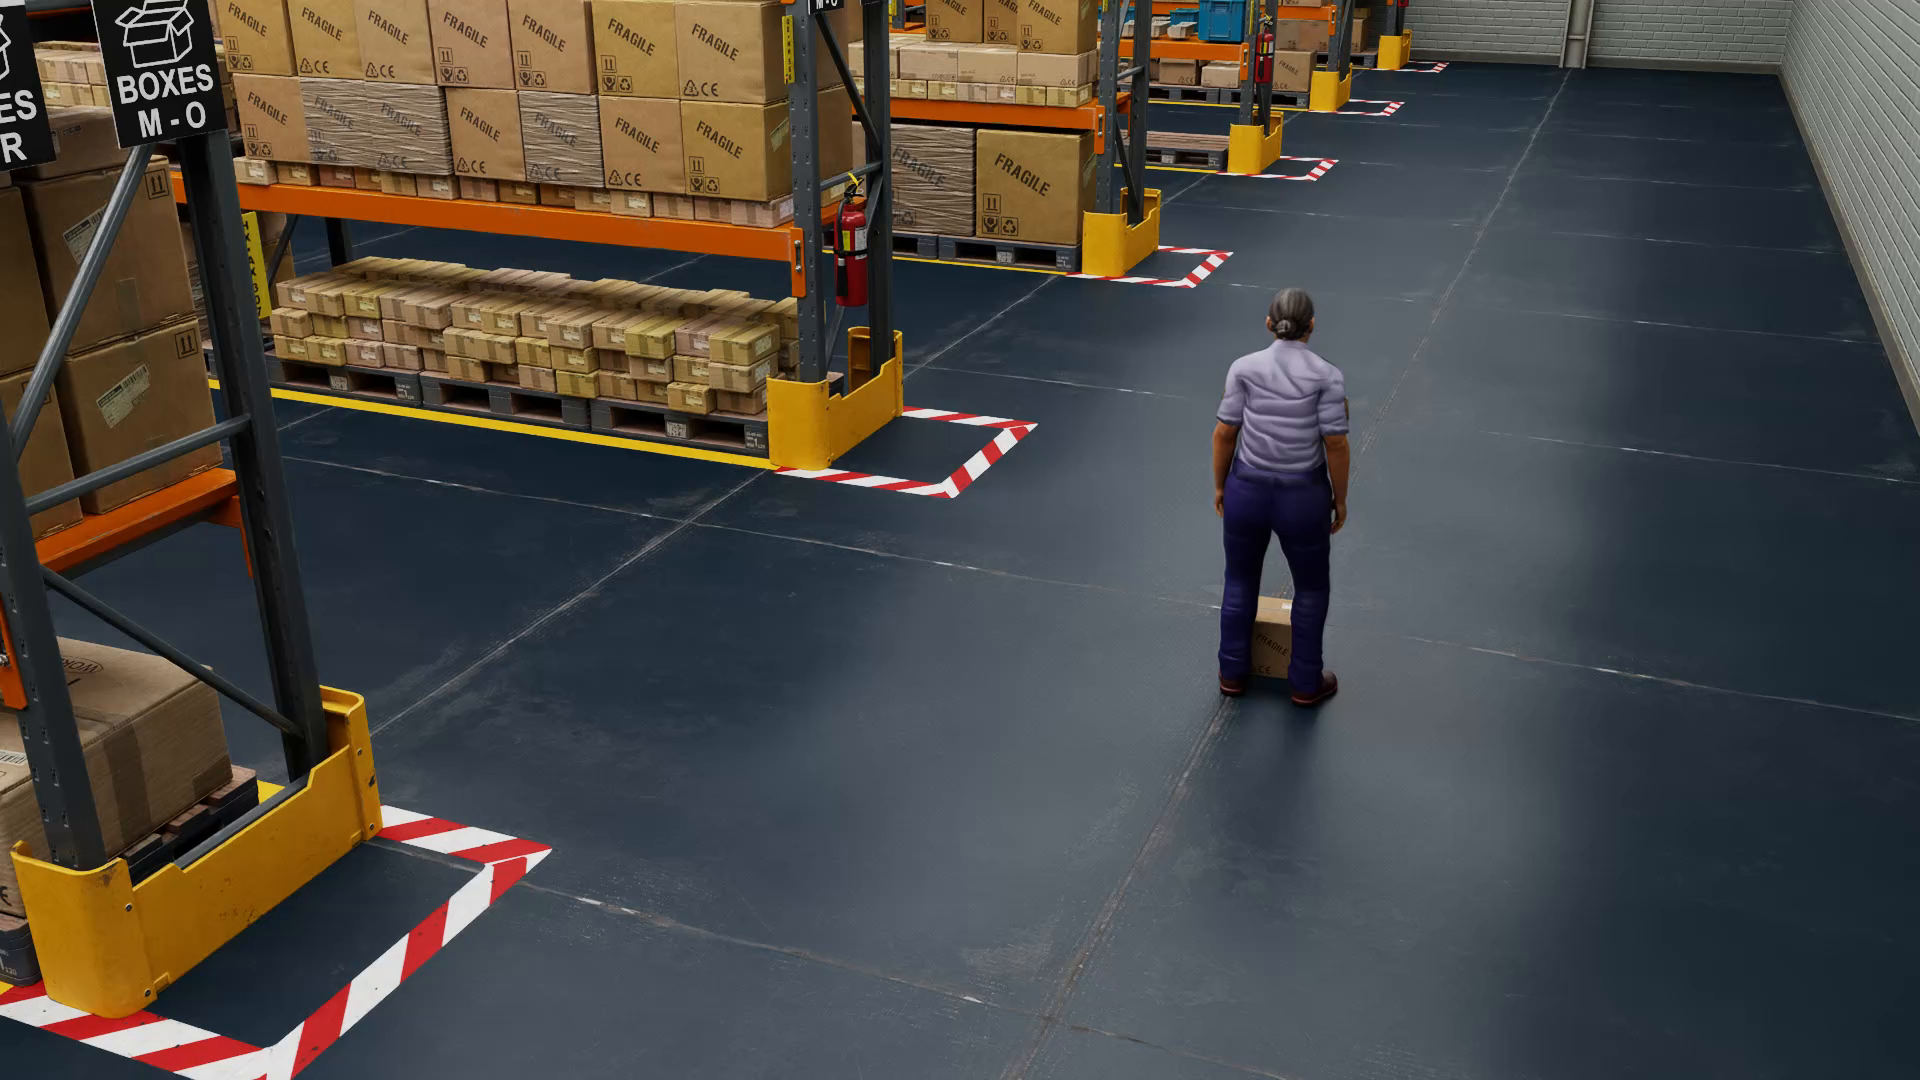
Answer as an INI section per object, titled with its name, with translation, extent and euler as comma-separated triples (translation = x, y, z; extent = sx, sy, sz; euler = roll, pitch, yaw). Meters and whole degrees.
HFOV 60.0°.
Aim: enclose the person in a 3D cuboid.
[person]
translation = 1.247, -0.145, 6.472
extent = 0.543, 1.637, 0.367
euler = 9, 24, 20
